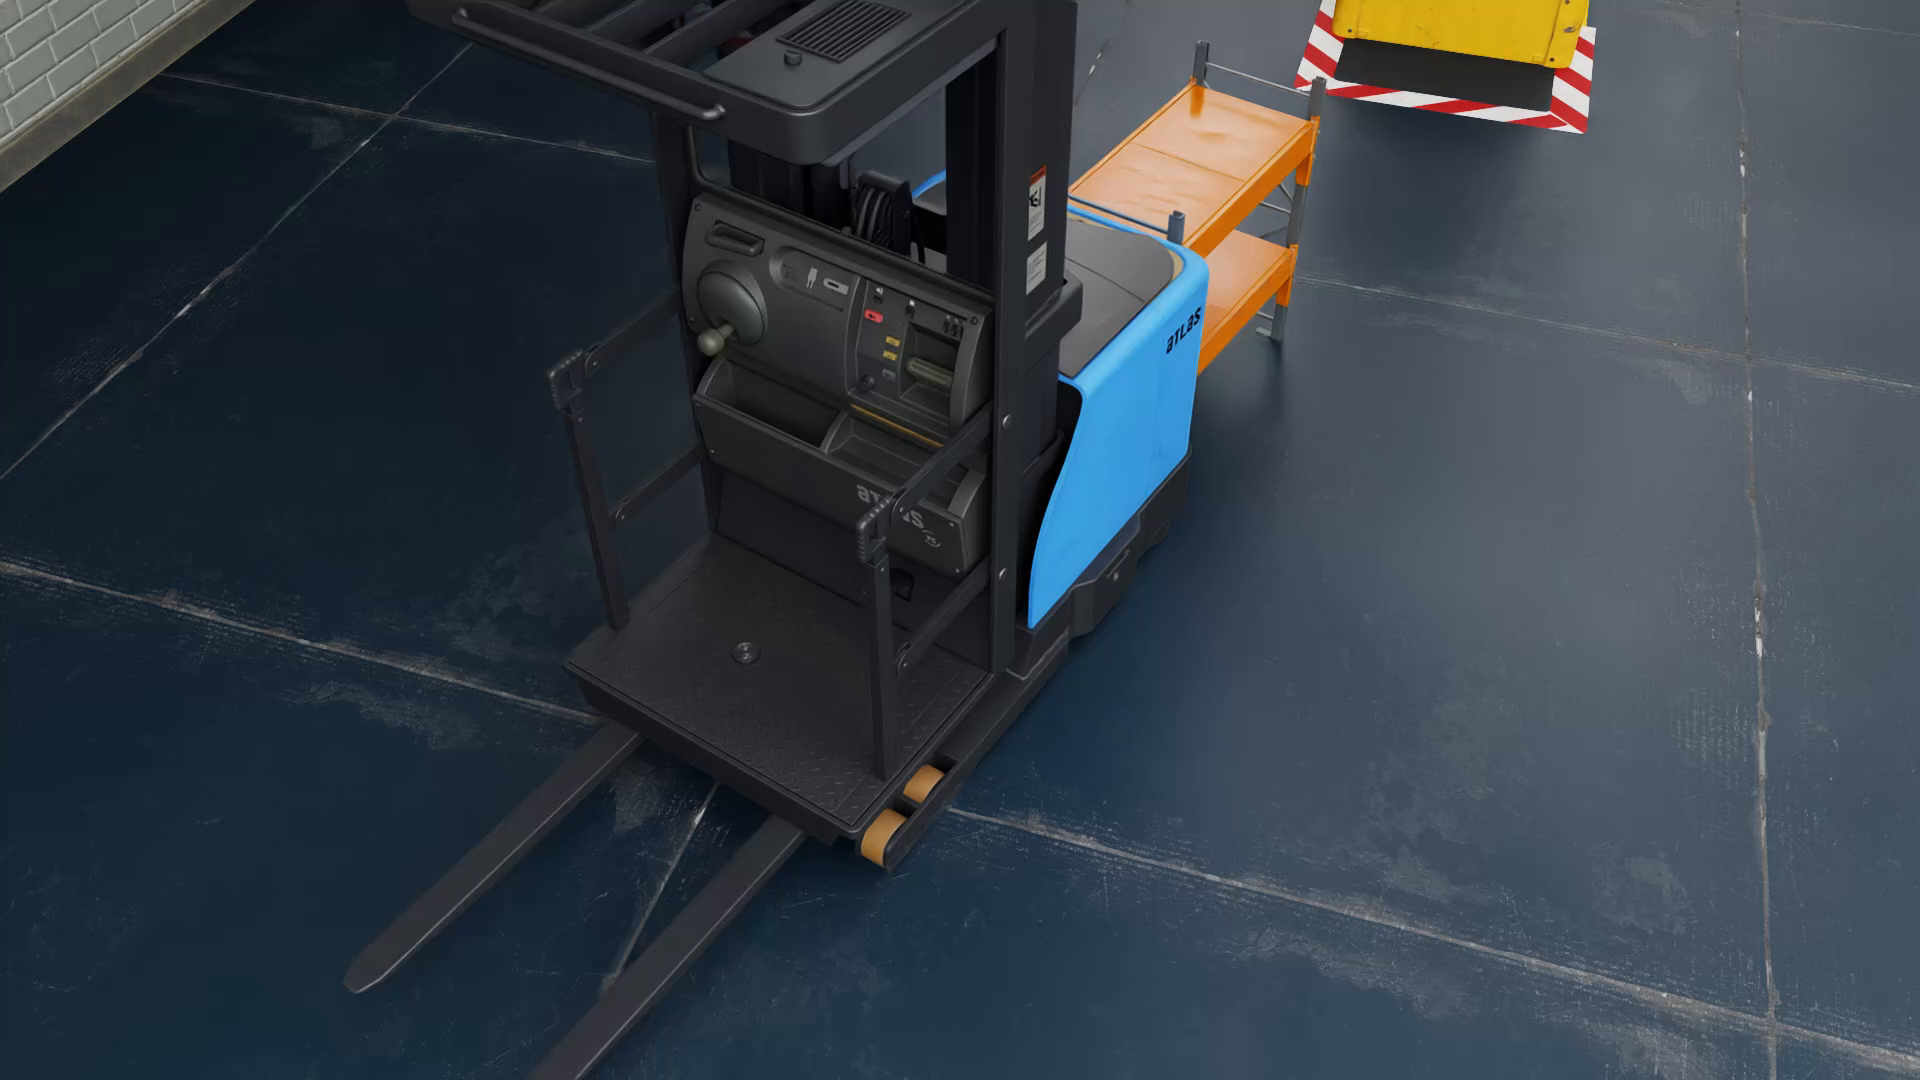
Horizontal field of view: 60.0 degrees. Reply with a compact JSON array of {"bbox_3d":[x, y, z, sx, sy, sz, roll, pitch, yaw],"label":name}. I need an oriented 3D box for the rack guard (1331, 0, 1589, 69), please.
[{"bbox_3d":[2.461,-2.700,8.152,1.175,0.500,0.348,13,46,13],"label":"rack guard"}]

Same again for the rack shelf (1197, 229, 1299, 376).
[{"bbox_3d":[0.776,-0.823,6.136,0.538,0.278,1.000,26,50,24],"label":"rack shelf"}]

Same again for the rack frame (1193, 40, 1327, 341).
[{"bbox_3d":[1.063,-1.291,6.265,0.500,1.125,0.032,26,50,24],"label":"rack frame"}]

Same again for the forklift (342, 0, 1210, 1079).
[{"bbox_3d":[-0.461,-0.494,4.159,1.130,2.935,3.031,26,50,24],"label":"forklift"}]

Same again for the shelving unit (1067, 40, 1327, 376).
[{"bbox_3d":[0.776,-0.997,5.965,0.538,1.125,1.048,26,50,24],"label":"shelving unit"}]

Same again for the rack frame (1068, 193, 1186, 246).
[{"bbox_3d":[0.489,-0.704,5.665,0.500,1.125,0.032,26,50,24],"label":"rack frame"}]

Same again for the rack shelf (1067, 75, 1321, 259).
[{"bbox_3d":[0.776,-1.206,5.760,0.538,0.278,1.000,26,50,24],"label":"rack shelf"}]
